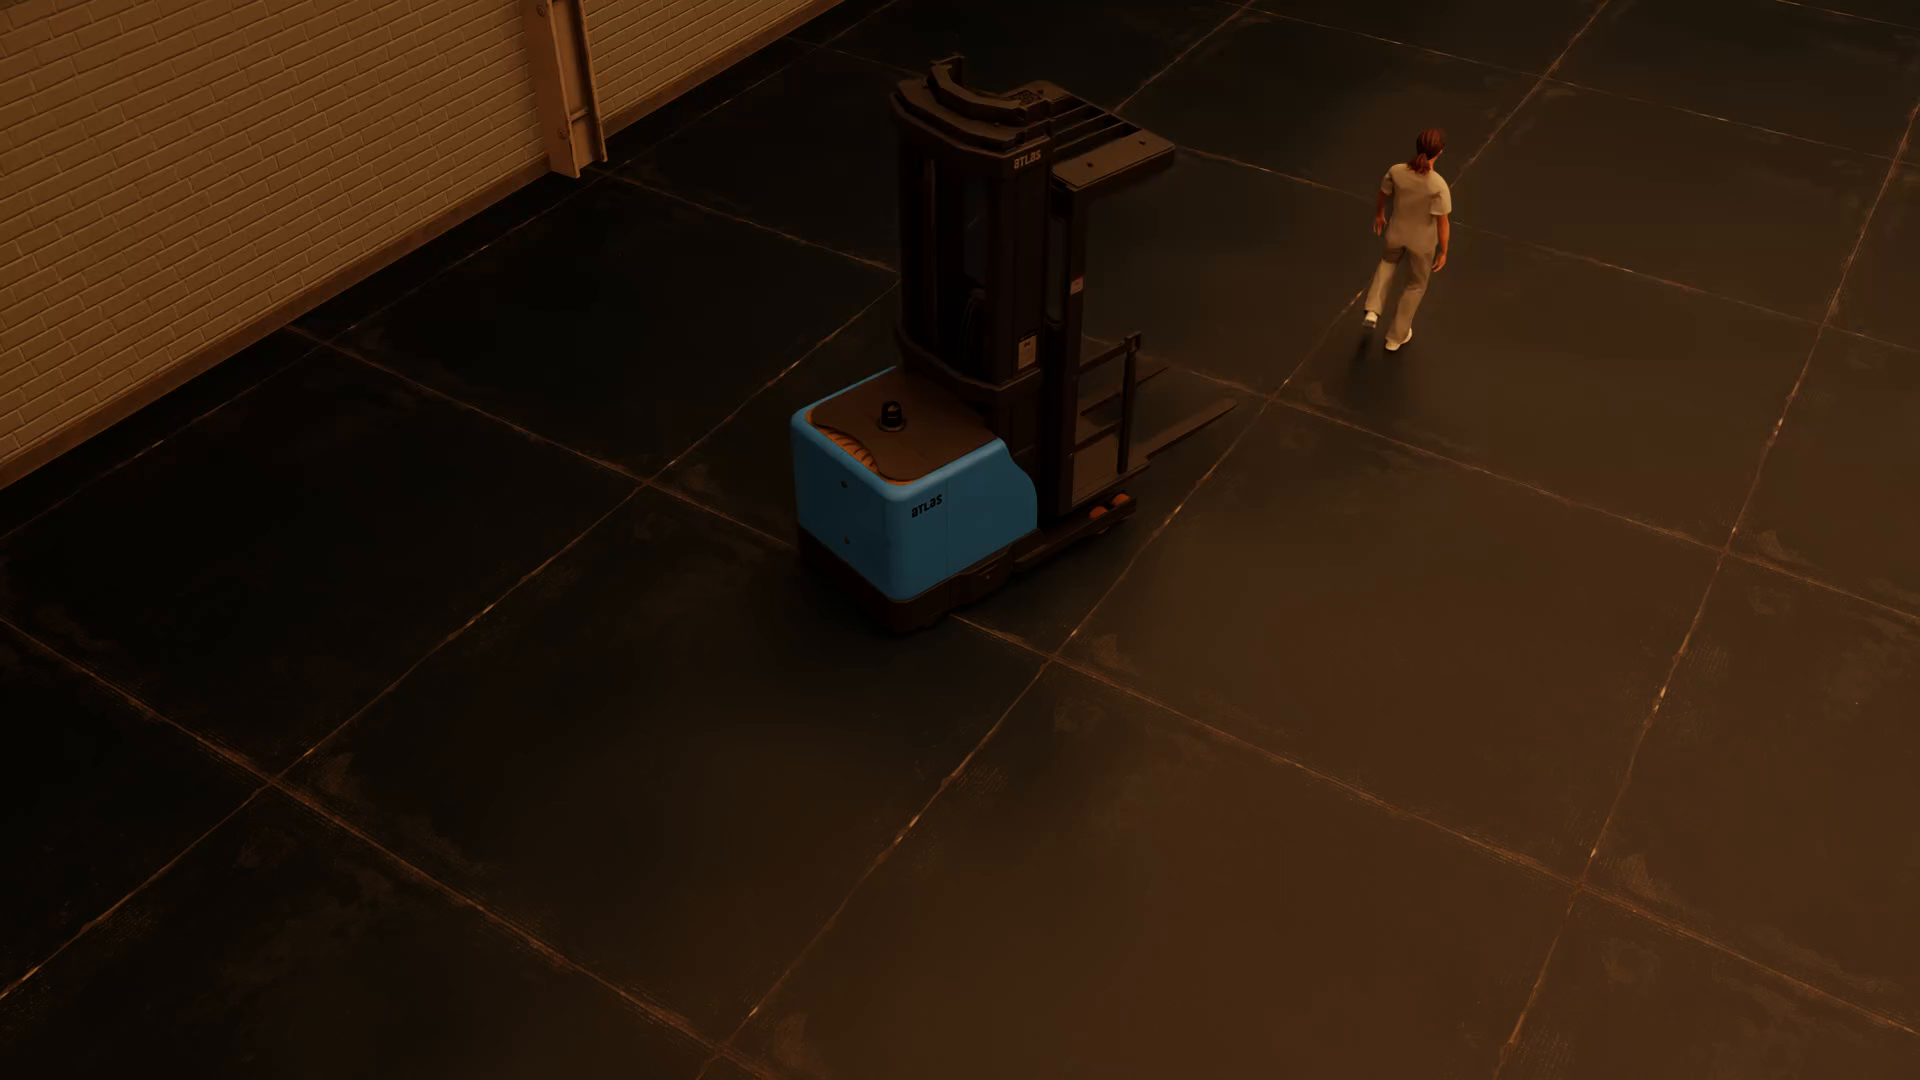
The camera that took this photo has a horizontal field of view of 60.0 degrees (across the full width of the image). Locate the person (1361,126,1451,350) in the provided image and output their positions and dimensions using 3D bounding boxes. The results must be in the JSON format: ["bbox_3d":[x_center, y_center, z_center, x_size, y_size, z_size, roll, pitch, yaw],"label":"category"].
[{"bbox_3d":[3.094,-2.078,11.408,0.594,1.655,0.460,25,46,26],"label":"person"}]

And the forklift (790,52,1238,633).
[{"bbox_3d":[0.469,-1.393,9.610,3.031,2.935,1.130,-29,48,-30],"label":"forklift"}]
